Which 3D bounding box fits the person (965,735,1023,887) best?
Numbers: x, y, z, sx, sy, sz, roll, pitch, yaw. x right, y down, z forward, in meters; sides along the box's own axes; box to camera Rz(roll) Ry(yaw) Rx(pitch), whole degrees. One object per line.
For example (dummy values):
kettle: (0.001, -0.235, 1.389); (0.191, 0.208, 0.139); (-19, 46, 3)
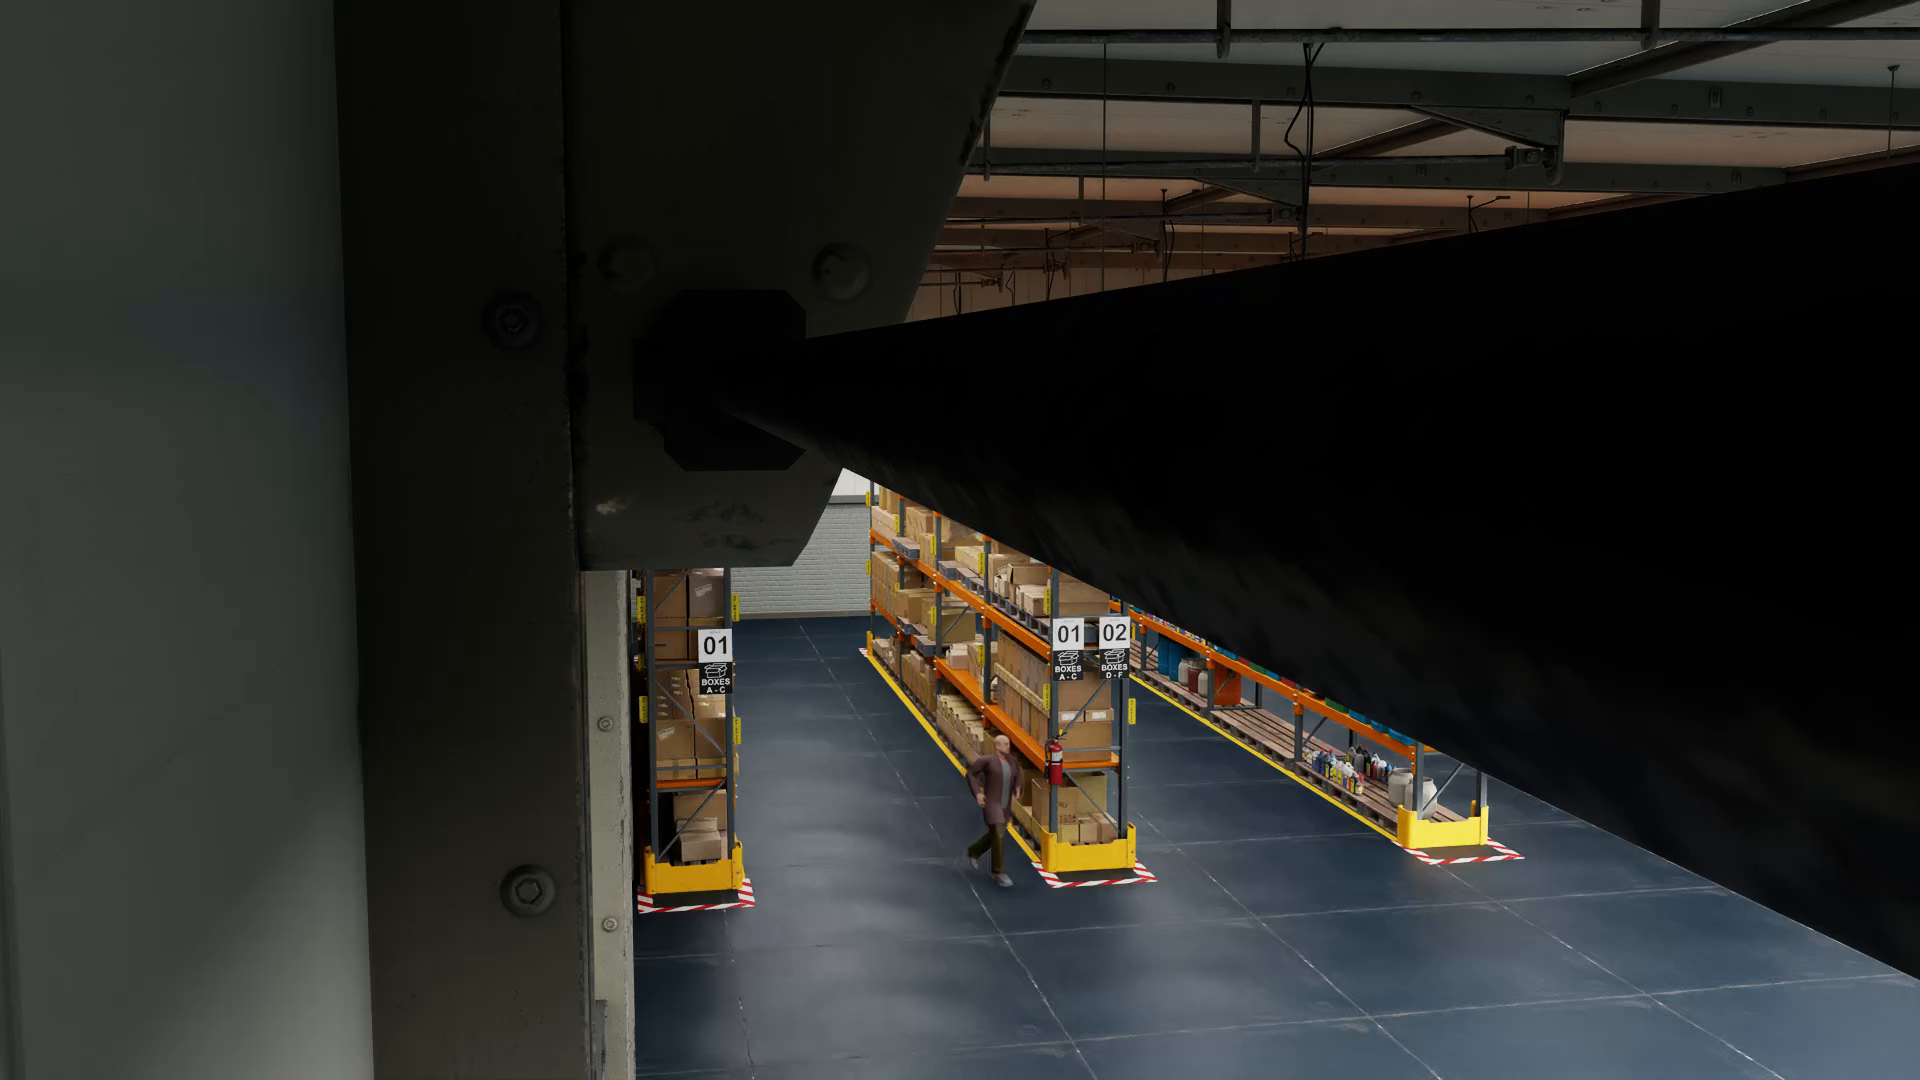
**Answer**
person: (0.466, 3.305, 20.649); (0.714, 1.785, 0.919); (-5, 8, -42)
